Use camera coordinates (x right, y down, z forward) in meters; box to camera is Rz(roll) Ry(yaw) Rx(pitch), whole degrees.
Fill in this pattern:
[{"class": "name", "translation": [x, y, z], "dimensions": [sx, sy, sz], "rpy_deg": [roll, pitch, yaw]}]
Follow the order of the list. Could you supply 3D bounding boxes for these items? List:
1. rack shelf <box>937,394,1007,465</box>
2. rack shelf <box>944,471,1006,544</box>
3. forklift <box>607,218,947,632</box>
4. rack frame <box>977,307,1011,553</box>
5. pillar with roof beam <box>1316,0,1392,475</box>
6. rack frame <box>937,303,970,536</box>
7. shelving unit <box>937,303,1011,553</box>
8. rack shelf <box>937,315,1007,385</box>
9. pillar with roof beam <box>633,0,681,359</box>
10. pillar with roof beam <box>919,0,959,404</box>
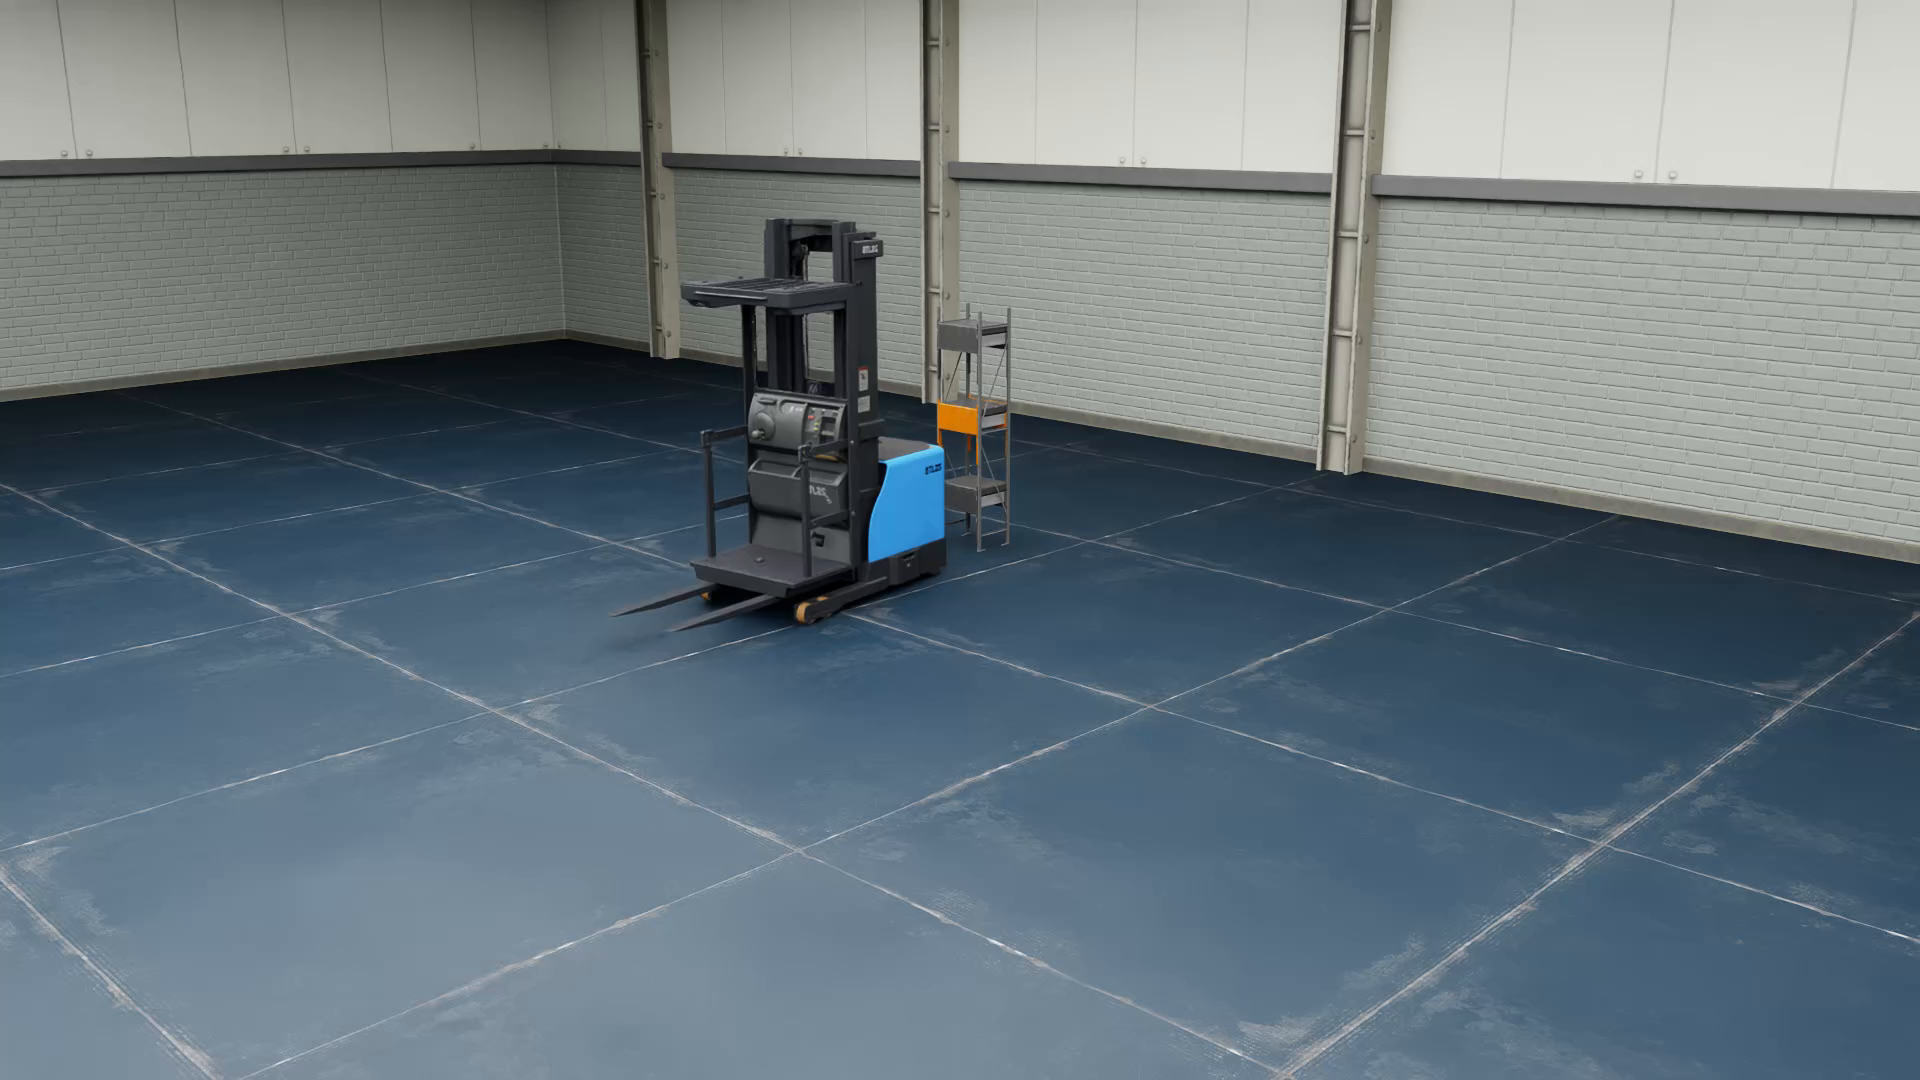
[{"class": "rack shelf", "translation": [0.119, -0.974, 14.560], "dimensions": [0.480, 0.518, 0.431], "rpy_deg": [14, 20, 42]}, {"class": "rack shelf", "translation": [0.119, -0.297, 14.736], "dimensions": [0.480, 0.518, 0.431], "rpy_deg": [14, 20, 42]}, {"class": "forklift", "translation": [-1.387, -0.923, 12.661], "dimensions": [1.130, 2.935, 3.031], "rpy_deg": [10, 18, 35]}, {"class": "rack frame", "translation": [0.295, -0.944, 14.392], "dimensions": [0.015, 2.100, 0.400], "rpy_deg": [14, 20, 42]}, {"class": "pillar with roof beam", "translation": [1.074, -4.321, 13.667], "dimensions": [0.400, 9.000, 9.100], "rpy_deg": [14, 20, 42]}, {"class": "rack frame", "translation": [-0.057, -1.030, 14.720], "dimensions": [0.015, 2.100, 0.400], "rpy_deg": [14, 20, 42]}, {"class": "shelving unit", "translation": [0.119, -0.987, 14.556], "dimensions": [0.503, 2.100, 0.431], "rpy_deg": [14, 20, 42]}, {"class": "rack shelf", "translation": [0.119, -1.651, 14.383], "dimensions": [0.480, 0.518, 0.431], "rpy_deg": [14, 20, 42]}, {"class": "pillar with roof beam", "translation": [-7.565, -6.421, 21.727], "dimensions": [0.400, 9.000, 9.100], "rpy_deg": [14, 20, 42]}, {"class": "pillar with roof beam", "translation": [-3.245, -5.371, 17.697], "dimensions": [0.400, 9.000, 9.100], "rpy_deg": [14, 20, 42]}]
